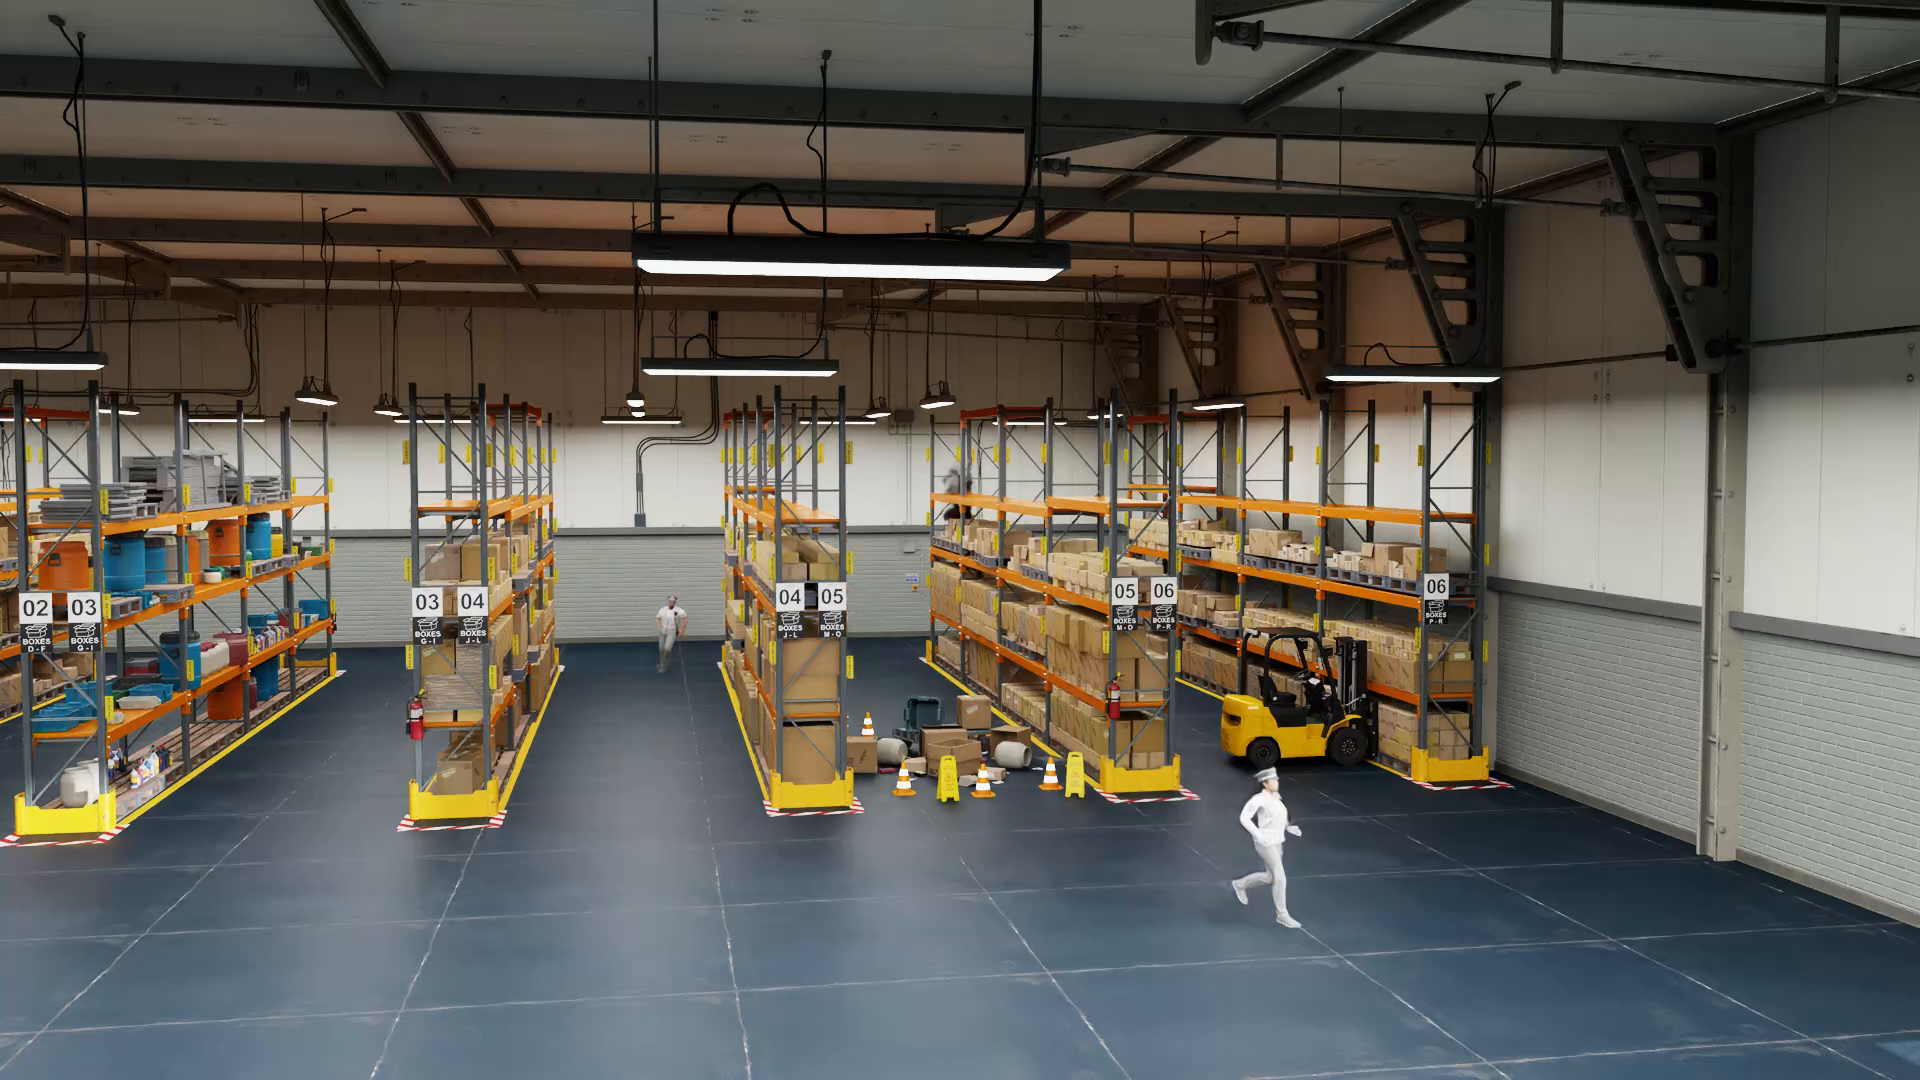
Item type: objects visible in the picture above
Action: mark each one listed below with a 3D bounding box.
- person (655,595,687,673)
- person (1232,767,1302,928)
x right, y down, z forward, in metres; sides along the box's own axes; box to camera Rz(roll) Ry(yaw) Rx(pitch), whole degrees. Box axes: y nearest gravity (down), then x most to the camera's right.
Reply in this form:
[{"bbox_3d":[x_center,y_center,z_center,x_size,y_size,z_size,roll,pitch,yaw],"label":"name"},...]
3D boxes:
[{"bbox_3d":[-6.759,2.185,38.626,0.748,1.810,0.802,0,3,9],"label":"person"},{"bbox_3d":[3.285,3.271,17.844,0.823,1.691,0.618,2,4,37],"label":"person"}]
